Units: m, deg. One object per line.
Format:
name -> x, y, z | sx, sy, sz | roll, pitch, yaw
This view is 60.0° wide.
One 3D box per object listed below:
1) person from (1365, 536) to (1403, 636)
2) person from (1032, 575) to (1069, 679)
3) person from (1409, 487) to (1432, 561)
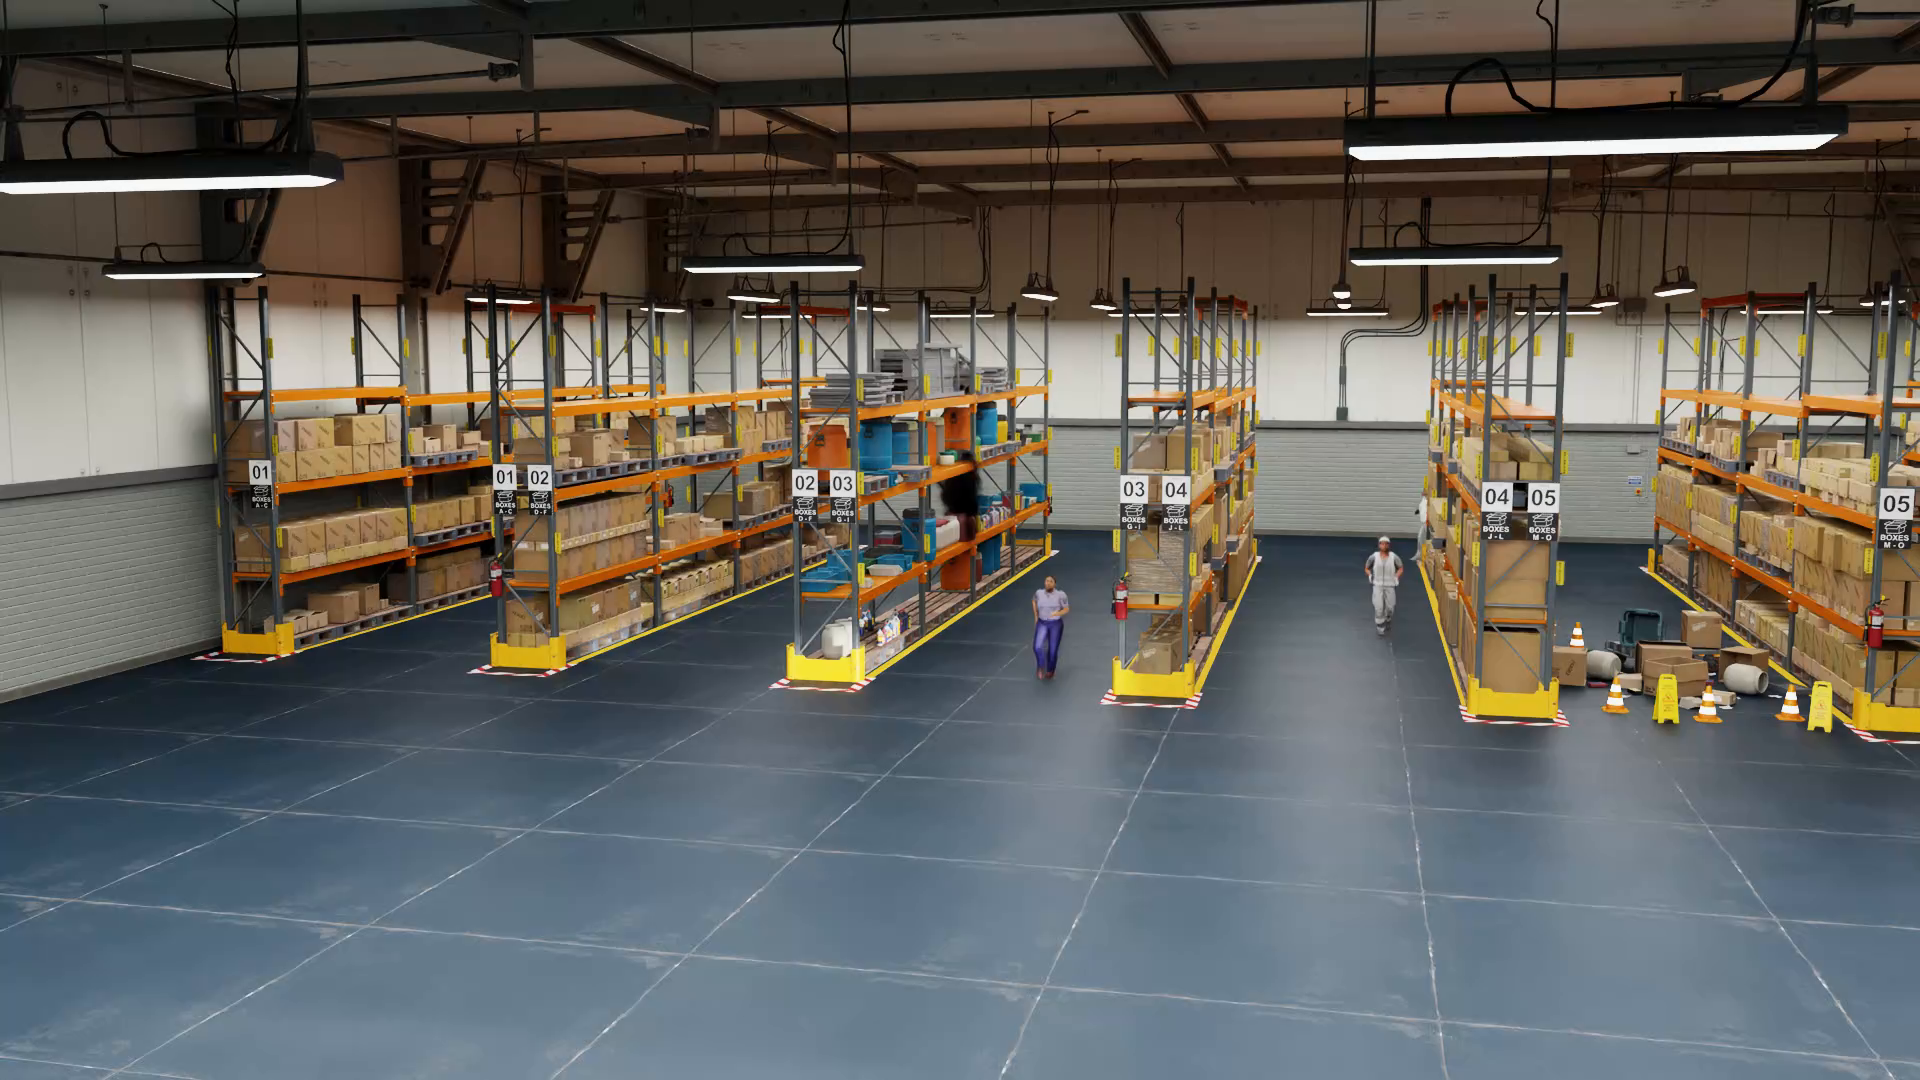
person -> 7.394, 0.807, 29.032 | 0.652, 1.738, 0.614 | 2, 7, 13
person -> 1.350, 1.322, 25.110 | 0.597, 1.588, 0.658 | 1, 7, 12
person -> 11.100, -0.411, 39.425 | 0.916, 1.788, 0.750 | 0, 7, -2
